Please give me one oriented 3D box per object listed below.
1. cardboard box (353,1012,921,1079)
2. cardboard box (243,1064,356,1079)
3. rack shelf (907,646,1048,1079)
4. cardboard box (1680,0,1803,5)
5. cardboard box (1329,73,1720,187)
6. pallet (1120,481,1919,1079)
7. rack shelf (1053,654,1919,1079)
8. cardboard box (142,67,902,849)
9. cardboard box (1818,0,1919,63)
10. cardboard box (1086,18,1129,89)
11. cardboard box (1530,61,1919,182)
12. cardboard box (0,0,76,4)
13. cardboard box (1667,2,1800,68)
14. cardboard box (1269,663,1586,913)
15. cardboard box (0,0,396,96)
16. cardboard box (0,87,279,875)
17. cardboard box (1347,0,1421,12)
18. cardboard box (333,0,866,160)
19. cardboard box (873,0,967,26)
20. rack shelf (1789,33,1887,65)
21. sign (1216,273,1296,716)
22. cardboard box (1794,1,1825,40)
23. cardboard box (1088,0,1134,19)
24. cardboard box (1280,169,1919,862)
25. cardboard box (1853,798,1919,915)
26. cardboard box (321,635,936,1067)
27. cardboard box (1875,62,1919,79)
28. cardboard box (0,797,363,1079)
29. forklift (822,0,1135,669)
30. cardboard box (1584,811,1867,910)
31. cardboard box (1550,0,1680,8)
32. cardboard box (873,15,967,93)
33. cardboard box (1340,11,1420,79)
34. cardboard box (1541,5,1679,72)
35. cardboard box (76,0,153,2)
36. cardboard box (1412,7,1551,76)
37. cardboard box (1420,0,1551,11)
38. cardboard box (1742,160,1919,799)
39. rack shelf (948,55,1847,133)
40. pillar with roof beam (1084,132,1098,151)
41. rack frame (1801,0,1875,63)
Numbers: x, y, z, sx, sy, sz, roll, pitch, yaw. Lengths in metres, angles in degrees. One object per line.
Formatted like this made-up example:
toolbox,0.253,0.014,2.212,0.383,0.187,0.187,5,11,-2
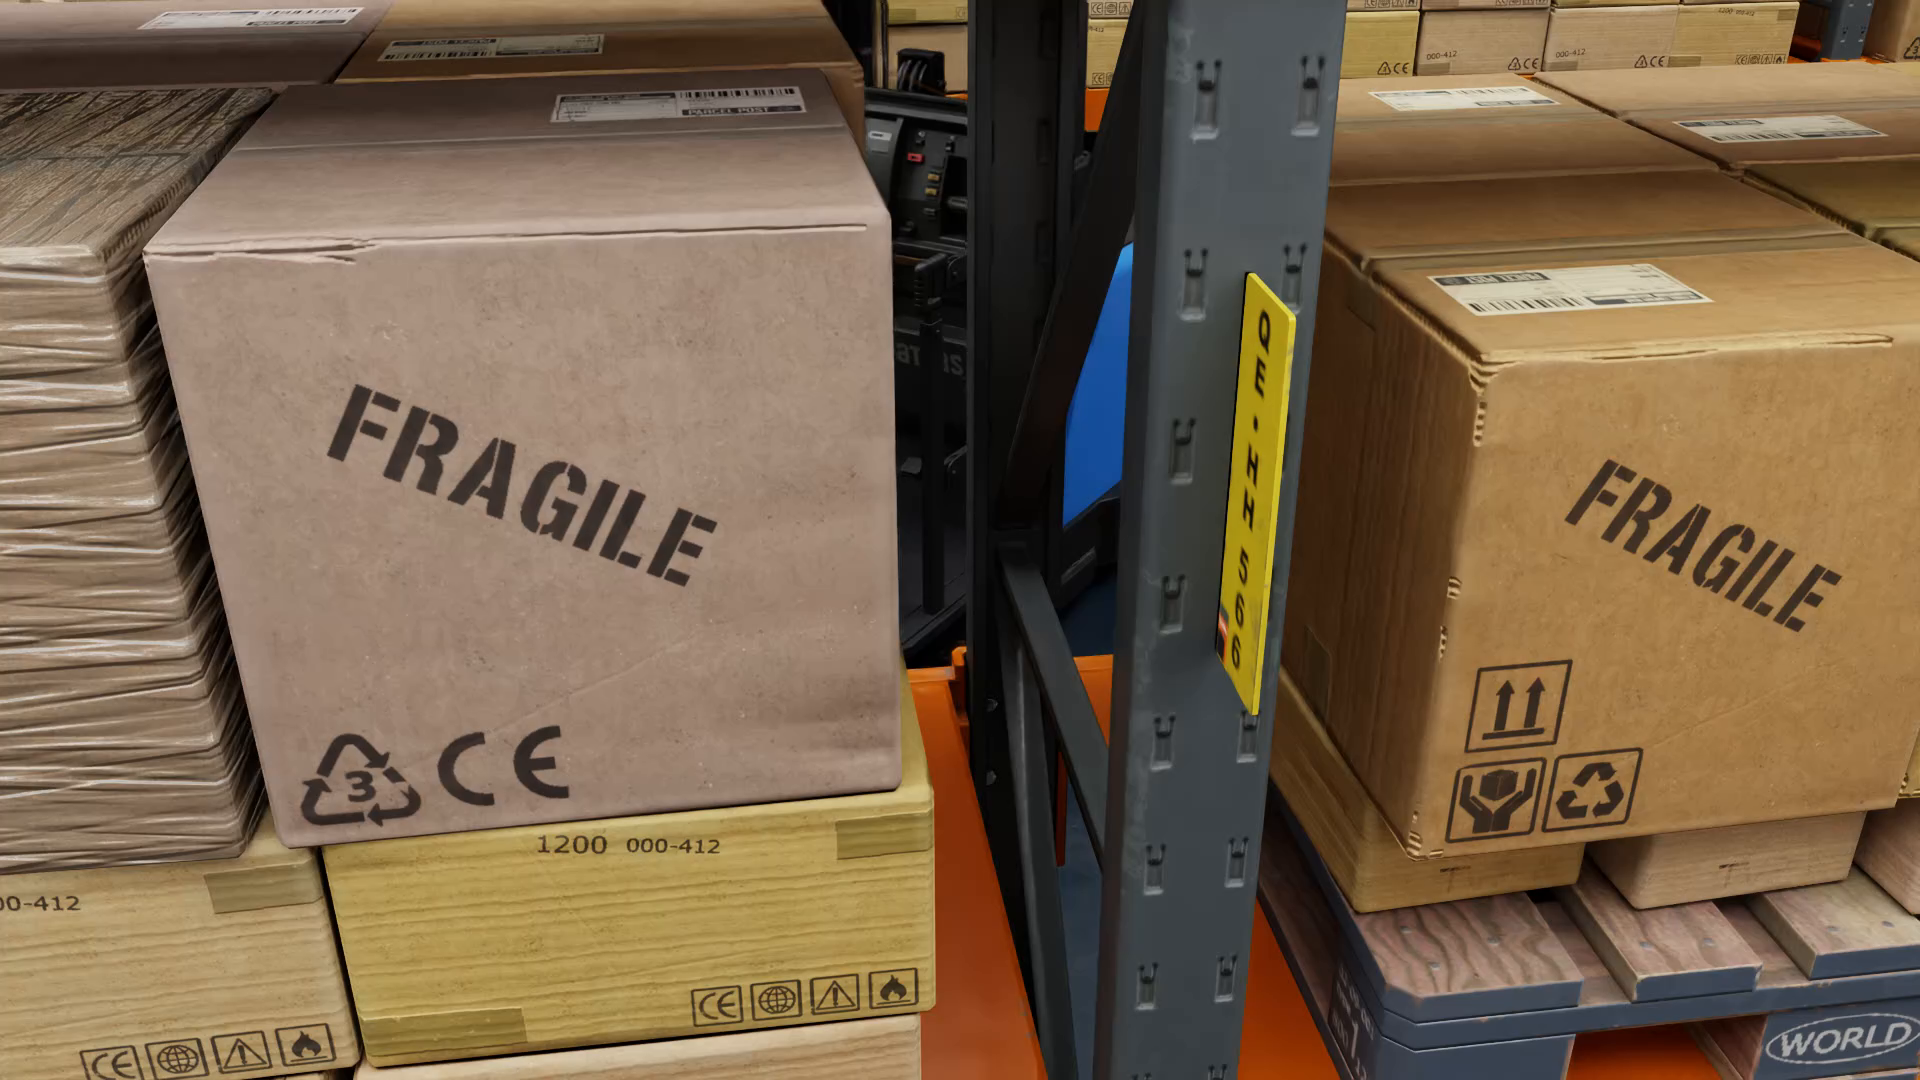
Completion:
cardboard box,-0.325,0.451,1.750,0.500,0.250,0.500,-5,28,-9
cardboard box,-0.828,0.490,1.673,0.500,0.250,0.500,-3,27,-6
rack shelf,-1.840,0.682,1.923,4.000,0.370,1.077,-4,27,-7
cardboard box,2.955,-2.272,6.510,0.500,0.250,0.500,-4,27,-8
cardboard box,0.551,-0.284,2.122,0.500,0.500,0.500,-4,27,-9
pallet,0.831,0.226,2.233,1.003,0.211,1.213,-4,27,-7
rack shelf,2.121,0.427,2.419,4.000,0.370,1.077,-4,27,-7
cardboard box,-0.335,-0.104,1.461,0.500,0.500,0.500,-4,27,-9
cardboard box,3.882,-2.218,6.678,0.500,0.500,0.500,-4,27,-9
cardboard box,0.417,-1.890,6.312,0.500,0.250,0.500,-4,27,-8
cardboard box,1.062,-0.322,2.195,0.500,0.500,0.500,-4,27,-8
cardboard box,-3.087,-1.797,5.653,0.258,0.266,0.396,-2,27,-5
cardboard box,2.943,-2.046,6.617,0.500,0.250,0.500,-3,27,-6
cardboard box,0.488,0.223,1.845,0.250,0.149,0.380,-5,28,-10
cardboard box,-0.872,-0.298,1.840,0.500,0.500,0.500,-4,27,-7
cardboard box,-0.842,-0.067,1.391,0.500,0.500,0.500,-3,27,-6
cardboard box,1.437,-2.183,6.335,0.500,0.250,0.500,-3,27,-6
cardboard box,-0.382,-0.334,1.910,0.500,0.500,0.500,-5,28,-9
cardboard box,-0.078,-2.071,6.118,0.500,0.250,0.500,-4,27,-7
rack shelf,5.386,-2.071,7.288,4.000,0.370,1.077,-4,27,-7
sign,0.221,-0.030,1.254,0.005,0.325,0.100,-4,27,-7
cardboard box,3.813,-2.459,7.147,0.500,0.500,0.500,-4,27,-7
cardboard box,0.414,-2.114,6.201,0.500,0.250,0.500,-3,27,-5
cardboard box,0.618,-0.053,1.672,0.500,0.500,0.500,-4,27,-9
cardboard box,1.050,0.224,1.844,0.250,0.149,0.380,-5,28,-10
cardboard box,-0.304,0.225,1.643,0.500,0.250,0.500,-4,27,-7
cardboard box,1.562,-0.354,2.259,0.500,0.500,0.500,-6,28,-11
cardboard box,-0.811,0.259,1.576,0.500,0.250,0.500,-4,27,-8
forklift,-0.357,-1.010,4.508,1.130,2.935,3.031,16,31,28
cardboard box,0.772,0.220,1.850,0.250,0.149,0.380,-5,28,-10
cardboard box,2.447,-2.236,6.439,0.500,0.250,0.500,-4,27,-8
cardboard box,-0.082,-1.860,6.254,0.500,0.250,0.500,-4,27,-7
cardboard box,1.440,-1.958,6.444,0.500,0.250,0.500,-3,27,-5
cardboard box,2.446,-2.012,6.550,0.500,0.250,0.500,-4,27,-7
cardboard box,-2.716,-1.999,5.790,0.500,0.500,0.700,-4,27,-7
cardboard box,1.950,-1.994,6.515,0.500,0.250,0.500,-4,27,-7
cardboard box,1.940,-2.207,6.381,0.500,0.250,0.500,-3,27,-6
cardboard box,1.133,-0.089,1.743,0.500,0.500,0.500,-2,27,-4
rack shelf,1.425,-1.816,6.792,4.000,0.370,1.077,-4,27,-7
pillar with roof beam,1.210,-3.222,2.173,0.400,9.000,9.100,-4,27,-7
rack frame,3.406,-2.263,6.876,0.127,3.000,1.000,-4,27,-7
